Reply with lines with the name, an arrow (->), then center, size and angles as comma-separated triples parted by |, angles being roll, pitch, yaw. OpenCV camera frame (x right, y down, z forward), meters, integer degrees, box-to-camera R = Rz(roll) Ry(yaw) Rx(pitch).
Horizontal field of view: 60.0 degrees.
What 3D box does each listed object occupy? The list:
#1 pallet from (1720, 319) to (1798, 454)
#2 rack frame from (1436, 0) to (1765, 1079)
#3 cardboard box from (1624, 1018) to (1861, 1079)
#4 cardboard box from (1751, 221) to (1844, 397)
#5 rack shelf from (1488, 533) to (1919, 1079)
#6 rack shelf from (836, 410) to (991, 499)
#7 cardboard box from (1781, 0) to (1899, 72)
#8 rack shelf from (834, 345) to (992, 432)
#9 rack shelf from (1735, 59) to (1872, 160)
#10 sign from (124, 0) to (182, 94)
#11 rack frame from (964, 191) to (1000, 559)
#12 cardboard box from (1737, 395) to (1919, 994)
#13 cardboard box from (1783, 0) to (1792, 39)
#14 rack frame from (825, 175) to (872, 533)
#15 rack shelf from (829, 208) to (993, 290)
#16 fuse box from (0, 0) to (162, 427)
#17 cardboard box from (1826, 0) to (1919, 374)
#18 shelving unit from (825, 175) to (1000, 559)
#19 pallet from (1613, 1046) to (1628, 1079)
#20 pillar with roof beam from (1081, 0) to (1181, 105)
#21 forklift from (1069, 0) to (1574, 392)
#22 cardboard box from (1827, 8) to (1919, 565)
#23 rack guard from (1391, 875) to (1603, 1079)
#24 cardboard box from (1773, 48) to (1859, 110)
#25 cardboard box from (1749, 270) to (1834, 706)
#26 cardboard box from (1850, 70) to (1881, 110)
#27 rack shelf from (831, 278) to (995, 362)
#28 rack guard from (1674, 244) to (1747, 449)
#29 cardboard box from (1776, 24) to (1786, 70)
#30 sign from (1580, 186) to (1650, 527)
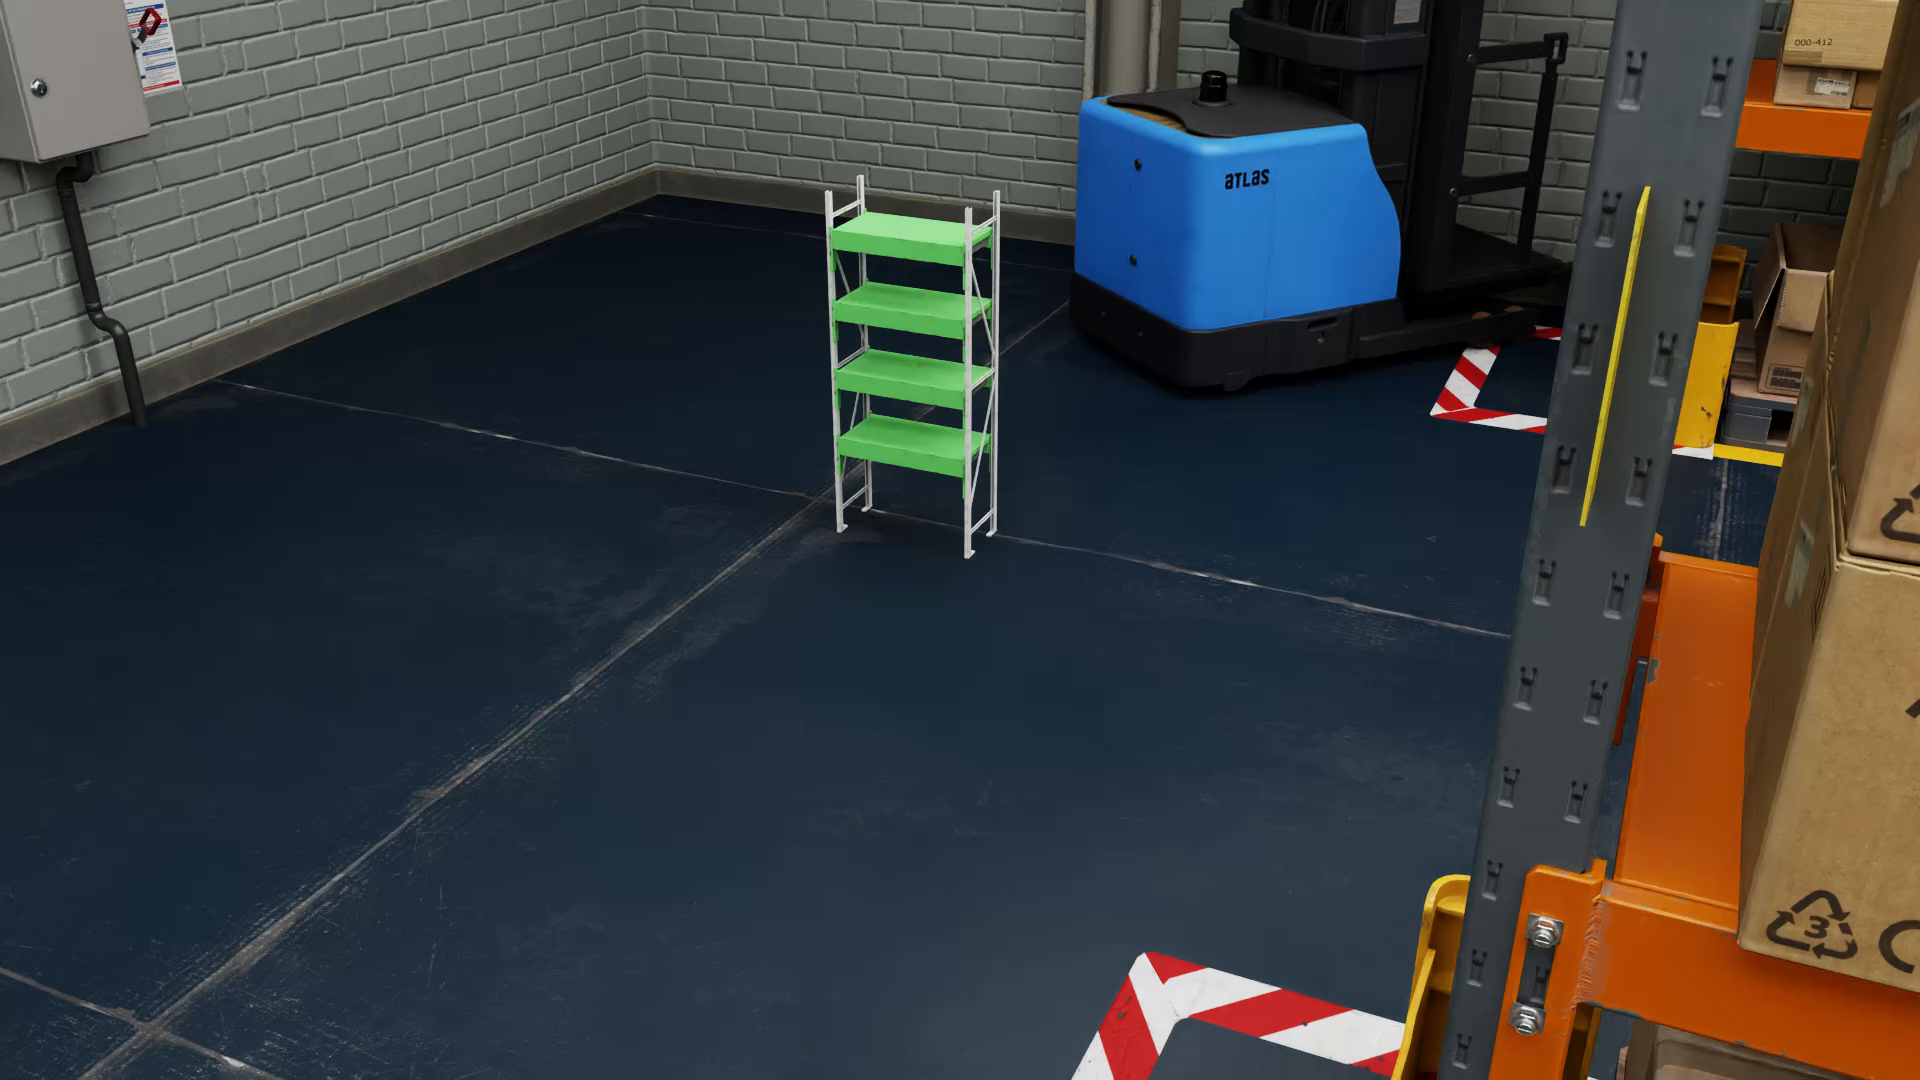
pallet -> 3.729, -0.562, 6.653 | 1.213, 0.211, 1.003 | 11, 28, 22
rack frame -> 0.884, 0.023, 2.308 | 0.053, 2.616, 0.949 | 11, 28, 22
cardboard box -> 1.525, 1.066, 2.615 | 0.875, 0.438, 0.875 | 10, 28, 20
cardboard box -> 3.452, -0.891, 6.515 | 0.637, 0.503, 0.797 | 10, 28, 20
rack shelf -> 2.703, 0.712, 1.722 | 4.000, 0.370, 1.077 | 11, 28, 22
rack shelf -> -0.151, -0.296, 5.681 | 0.480, 0.148, 0.258 | 11, 28, 22
cardboard box -> 3.236, -1.847, 5.939 | 0.500, 0.250, 0.500 | 12, 28, 22
rack shelf -> -0.151, -0.511, 5.575 | 0.480, 0.148, 0.258 | 11, 28, 22
rack shelf -> 4.755, -1.284, 5.777 | 4.000, 0.370, 1.077 | 11, 28, 22
sign -> -3.242, -2.009, 6.543 | 0.001, 0.494, 0.329 | 11, 28, 22
rack frame -> 0.071, -0.524, 5.456 | 0.015, 1.200, 0.240 | 11, 28, 22
cardboard box -> 1.201, 0.182, 1.871 | 0.500, 0.500, 0.500 | 11, 28, 21
cardboard box -> 3.463, -2.061, 6.374 | 0.500, 0.250, 0.500 | 12, 29, 23
rack frame -> -0.373, -0.613, 5.637 | 0.015, 1.200, 0.240 | 11, 28, 22
rack shelf -> -0.151, -0.942, 5.363 | 0.480, 0.148, 0.258 | 11, 28, 22
fuse box -> -3.257, -1.238, 6.326 | 0.414, 1.711, 0.539 | 11, 28, 22
cardboard box -> 1.420, -0.477, 2.078 | 0.500, 0.500, 0.500 | 12, 29, 23
shelving unit -> -0.151, -0.569, 5.546 | 0.503, 1.200, 0.258 | 11, 28, 22
pallet -> 1.643, 1.390, 2.688 | 1.213, 0.211, 1.003 | 11, 28, 22
pillar with roof beam -> -0.929, -3.788, 3.257 | 0.400, 9.000, 9.100 | 11, 28, 22
forklift -> 2.055, -2.369, 7.244 | 3.031, 2.935, 1.130 | -12, 29, -24
cardboard box -> 1.202, -0.267, 1.652 | 0.500, 0.500, 0.500 | 11, 28, 21
rack guard -> 0.861, 1.141, 2.866 | 0.348, 0.500, 1.175 | 11, 28, 22
cardboard box -> 3.120, -1.689, 6.070 | 0.250, 0.149, 0.380 | 11, 28, 21
cardboard box -> 1.431, -0.039, 2.320 | 0.500, 0.500, 0.500 | 12, 28, 22
cardboard box -> 3.370, -1.662, 6.013 | 0.250, 0.149, 0.380 | 12, 29, 23
rack shelf -> -0.151, -0.727, 5.469 | 0.480, 0.148, 0.258 | 11, 28, 22
rack guard -> 3.003, -0.837, 6.884 | 0.348, 0.500, 1.175 | 11, 28, 22
cardboard box -> 3.347, -1.907, 6.512 | 0.250, 0.149, 0.380 | 11, 28, 21
sign -> 0.648, -0.178, 1.646 | 0.005, 0.325, 0.100 | 11, 28, 22
